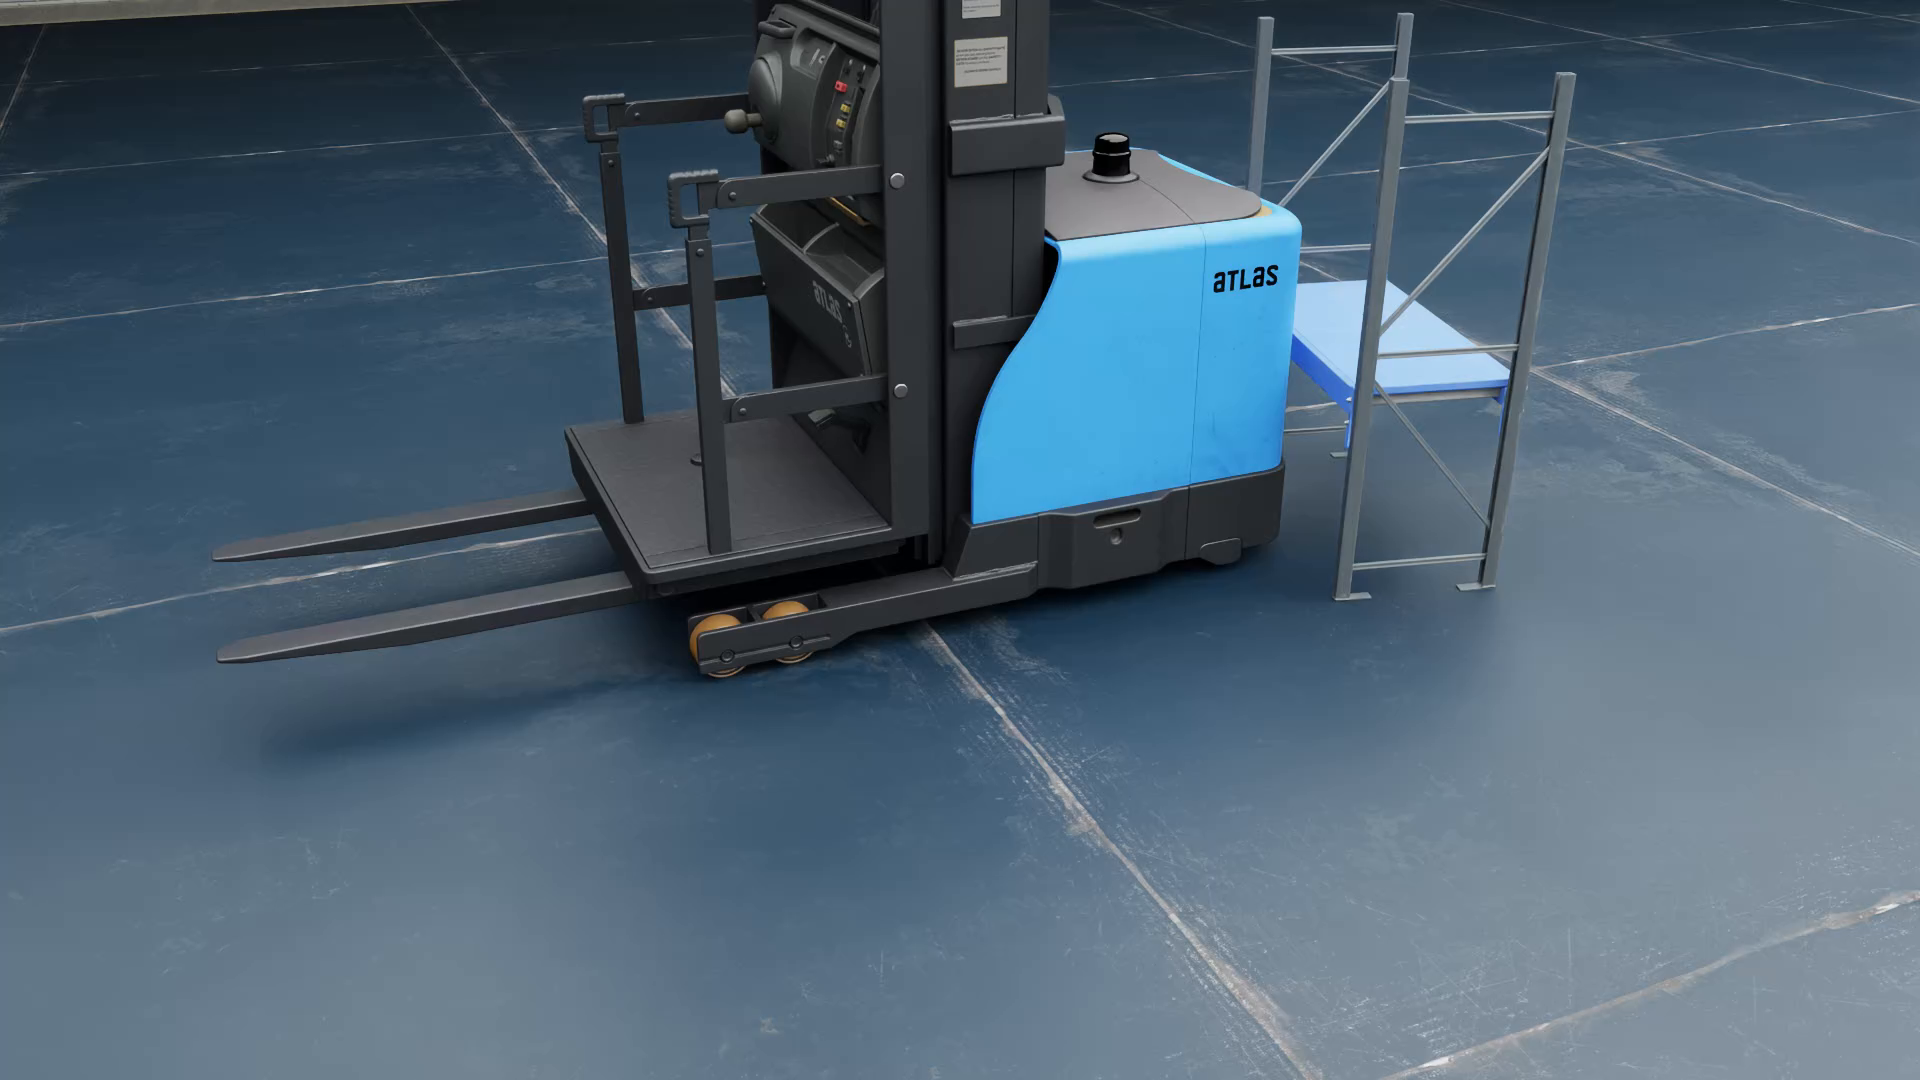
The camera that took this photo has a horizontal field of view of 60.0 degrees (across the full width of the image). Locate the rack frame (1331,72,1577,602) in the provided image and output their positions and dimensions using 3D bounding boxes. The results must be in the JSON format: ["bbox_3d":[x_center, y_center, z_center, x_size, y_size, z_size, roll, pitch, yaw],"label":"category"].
[{"bbox_3d":[1.344,-0.517,4.599,0.500,1.500,0.032,-4,26,-9],"label":"rack frame"}]

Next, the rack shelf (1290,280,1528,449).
[{"bbox_3d":[1.257,-0.575,5.128,0.538,0.185,1.000,-4,26,-9],"label":"rack shelf"}]

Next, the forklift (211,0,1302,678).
[{"bbox_3d":[-0.580,-1.209,4.386,3.031,2.935,1.130,-11,28,-21],"label":"forklift"}]

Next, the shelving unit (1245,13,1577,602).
[{"bbox_3d":[1.257,-0.736,5.049,0.538,1.500,1.048,-4,26,-9],"label":"shelving unit"}]

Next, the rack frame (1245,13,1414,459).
[{"bbox_3d":[1.170,-0.956,5.499,0.500,1.500,0.032,-4,26,-9],"label":"rack frame"}]
